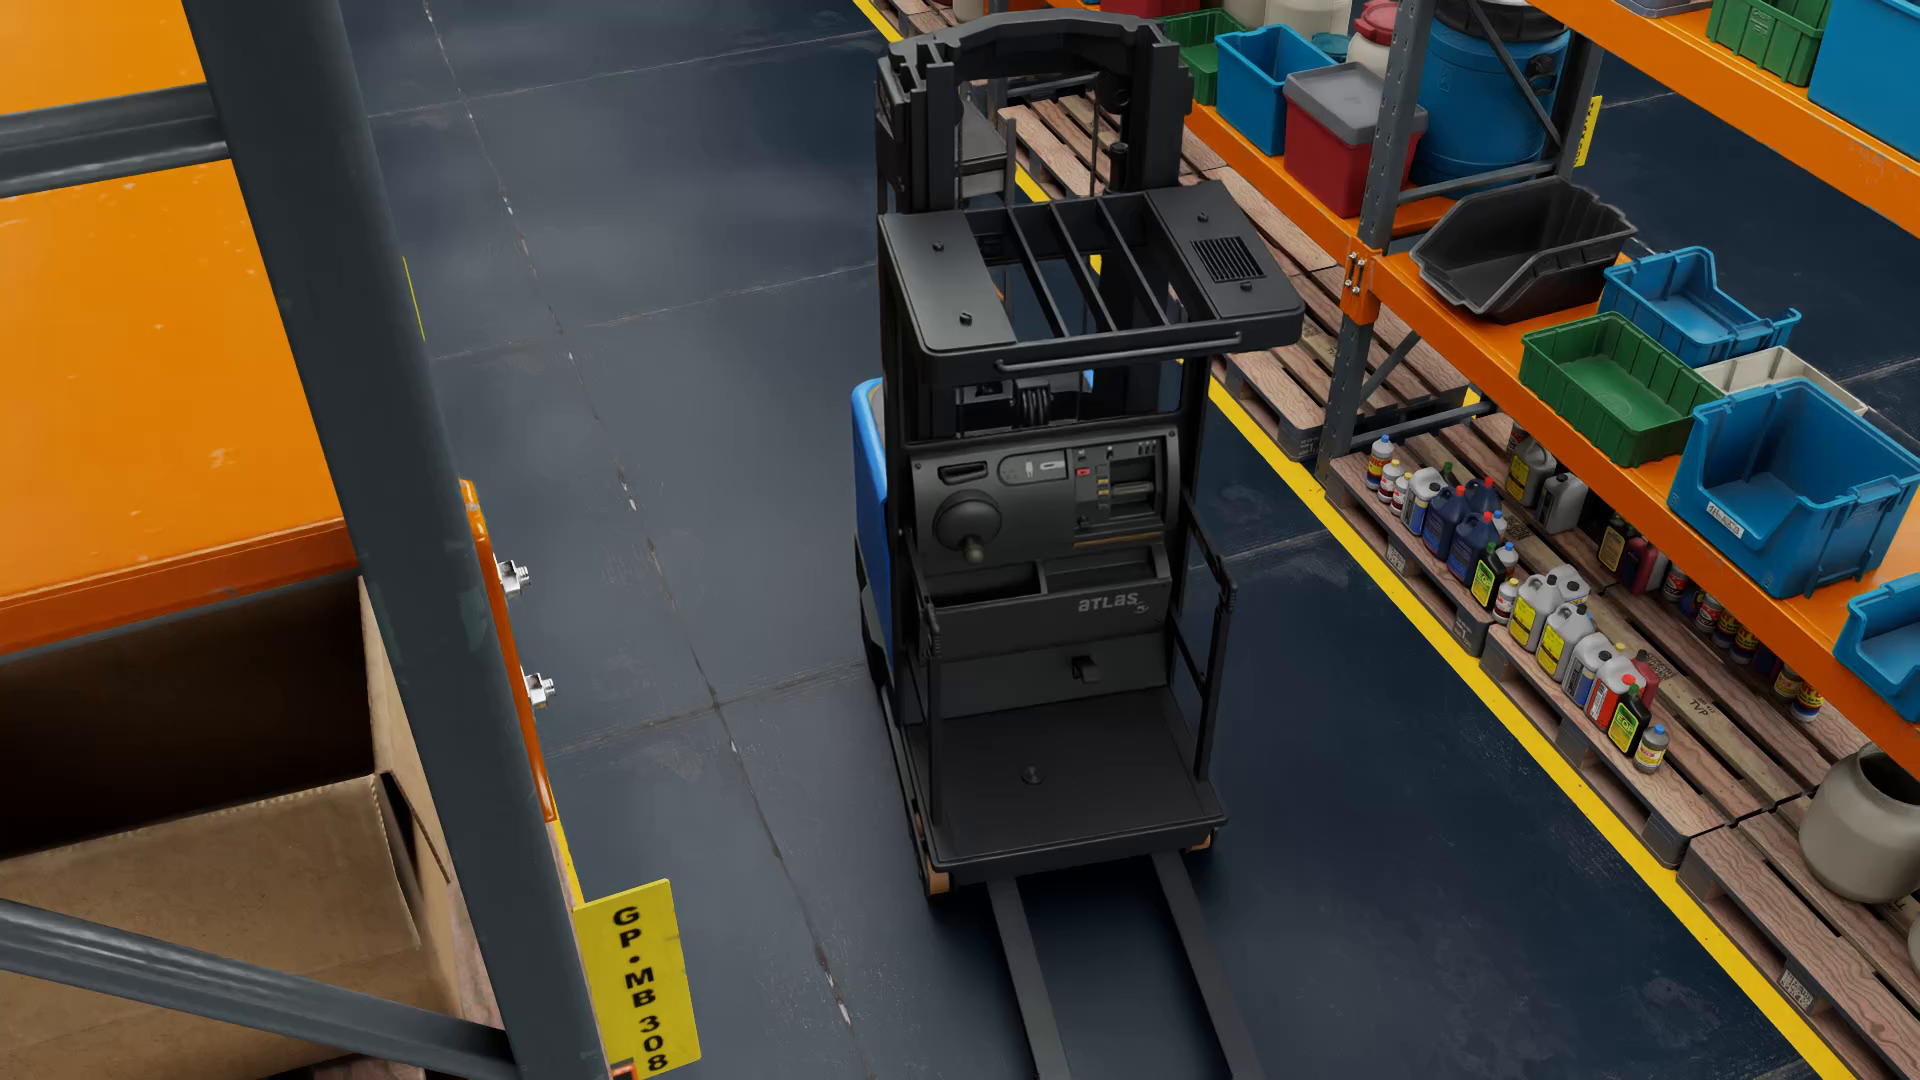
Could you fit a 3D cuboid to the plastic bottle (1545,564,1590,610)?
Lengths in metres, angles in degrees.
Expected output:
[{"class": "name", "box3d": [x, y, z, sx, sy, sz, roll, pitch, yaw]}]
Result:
[{"class": "plastic bottle", "box3d": [2.478, 0.244, 6.836, 0.152, 0.276, 0.135, -15, 43, -17]}]

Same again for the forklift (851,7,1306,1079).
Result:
[{"class": "forklift", "box3d": [0.343, -0.074, 5.506, 1.130, 2.935, 3.031, -8, 41, -9]}]

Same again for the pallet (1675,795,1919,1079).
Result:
[{"class": "pallet", "box3d": [3.343, 1.412, 5.864, 1.003, 0.211, 1.213, -15, 43, -17]}]

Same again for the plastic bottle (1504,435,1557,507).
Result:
[{"class": "plastic bottle", "box3d": [2.570, -0.340, 7.458, 0.144, 0.351, 0.185, -15, 43, -17]}]

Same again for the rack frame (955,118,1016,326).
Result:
[{"class": "rack frame", "box3d": [0.025, -0.757, 6.938, 0.400, 2.100, 0.015, -14, 43, -16]}]

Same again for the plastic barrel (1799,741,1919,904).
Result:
[{"class": "plastic barrel", "box3d": [3.207, 0.985, 5.809, 0.421, 0.512, 0.421, 0, 41, 0]}]

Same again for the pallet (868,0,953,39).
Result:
[{"class": "pallet", "box3d": [-0.143, -4.080, 12.252, 1.003, 0.211, 1.213, -15, 43, -17]}]

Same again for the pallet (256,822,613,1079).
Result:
[{"class": "pallet", "box3d": [-1.103, 0.577, 2.464, 1.003, 0.211, 1.213, -15, 43, -17]}]

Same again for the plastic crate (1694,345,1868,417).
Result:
[{"class": "plastic crate", "box3d": [3.046, -0.515, 6.169, 0.530, 0.136, 0.437, -15, 43, -17]}]

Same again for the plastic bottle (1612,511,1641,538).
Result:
[{"class": "plastic bottle", "box3d": [2.900, -0.066, 7.139, 0.144, 0.351, 0.185, -15, 43, -17]}]

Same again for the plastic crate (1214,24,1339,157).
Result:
[{"class": "plastic crate", "box3d": [1.481, -2.111, 7.835, 0.392, 0.384, 0.575, -15, 43, -17]}]

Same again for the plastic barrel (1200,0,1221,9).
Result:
[{"class": "plastic barrel", "box3d": [1.412, -3.162, 8.959, 0.421, 0.512, 0.421, 0, 41, 0]}]

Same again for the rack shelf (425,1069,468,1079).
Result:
[{"class": "rack shelf", "box3d": [-1.622, 0.044, 3.568, 1.077, 0.370, 4.000, -15, 43, -17]}]

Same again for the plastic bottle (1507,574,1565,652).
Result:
[{"class": "plastic bottle", "box3d": [2.351, 0.267, 6.751, 0.144, 0.351, 0.185, -15, 43, -17]}]

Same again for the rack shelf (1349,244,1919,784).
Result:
[{"class": "rack shelf", "box3d": [2.956, -0.052, 5.980, 1.077, 0.370, 4.000, -15, 43, -17]}]

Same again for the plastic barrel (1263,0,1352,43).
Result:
[{"class": "plastic barrel", "box3d": [1.746, -2.654, 8.350, 0.433, 0.535, 0.433, 0, 41, 0]}]

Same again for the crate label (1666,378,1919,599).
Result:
[{"class": "crate label", "box3d": [2.767, -0.175, 5.544, 0.502, 0.435, 0.616, -15, 43, -17]}]

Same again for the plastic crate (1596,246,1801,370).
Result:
[{"class": "plastic crate", "box3d": [2.865, -0.874, 6.499, 0.499, 0.251, 0.616, -15, 43, -17]}]

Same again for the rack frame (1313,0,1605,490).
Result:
[{"class": "rack frame", "box3d": [2.191, -1.530, 7.147, 1.000, 3.000, 0.127, -15, 43, -17]}]

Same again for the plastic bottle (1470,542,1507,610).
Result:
[{"class": "plastic bottle", "box3d": [2.213, 0.147, 6.943, 0.061, 0.283, 0.133, -13, 42, -15]}]

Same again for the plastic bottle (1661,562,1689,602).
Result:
[{"class": "plastic bottle", "box3d": [3.029, 0.154, 6.998, 0.097, 0.201, 0.097, 0, 41, 0]}]

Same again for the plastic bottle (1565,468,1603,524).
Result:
[{"class": "plastic bottle", "box3d": [2.777, -0.261, 7.365, 0.144, 0.351, 0.185, -17, 44, -19]}]

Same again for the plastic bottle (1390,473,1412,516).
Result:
[{"class": "plastic bottle", "box3d": [1.985, -0.212, 7.423, 0.097, 0.201, 0.097, 0, 41, 0]}]

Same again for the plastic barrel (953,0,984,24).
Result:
[{"class": "plastic barrel", "box3d": [0.159, -3.764, 11.331, 0.421, 0.512, 0.421, 0, 41, 0]}]

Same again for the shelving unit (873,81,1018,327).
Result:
[{"class": "shelving unit", "box3d": [-0.063, -0.905, 7.111, 0.431, 2.100, 0.503, -14, 43, -16]}]

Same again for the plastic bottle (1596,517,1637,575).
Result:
[{"class": "plastic bottle", "box3d": [2.815, 0.001, 7.113, 0.061, 0.283, 0.133, -15, 43, -17]}]

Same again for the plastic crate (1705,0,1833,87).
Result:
[{"class": "plastic crate", "box3d": [2.543, -1.568, 5.054, 0.336, 0.188, 0.450, -15, 43, -17]}]

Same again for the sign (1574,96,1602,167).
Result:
[{"class": "sign", "box3d": [2.703, -1.765, 7.209, 0.100, 0.325, 0.005, -15, 43, -17]}]

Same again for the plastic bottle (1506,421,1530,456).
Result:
[{"class": "plastic bottle", "box3d": [2.617, -0.495, 7.752, 0.097, 0.201, 0.097, 0, 41, 0]}]

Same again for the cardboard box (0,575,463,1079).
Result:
[{"class": "cardboard box", "box3d": [-1.073, 0.377, 2.120, 0.797, 0.503, 0.637, -12, 42, -14]}]

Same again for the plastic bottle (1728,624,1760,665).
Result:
[{"class": "plastic bottle", "box3d": [3.184, 0.371, 6.692, 0.097, 0.271, 0.097, 0, 41, 0]}]

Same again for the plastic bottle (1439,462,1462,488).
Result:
[{"class": "plastic bottle", "box3d": [2.155, -0.204, 7.351, 0.061, 0.283, 0.133, -15, 43, -17]}]

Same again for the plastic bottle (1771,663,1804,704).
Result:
[{"class": "plastic bottle", "box3d": [3.276, 0.542, 6.547, 0.097, 0.201, 0.097, 0, 41, 0]}]

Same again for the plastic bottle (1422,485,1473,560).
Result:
[{"class": "plastic bottle", "box3d": [2.116, -0.102, 7.181, 0.144, 0.351, 0.185, -14, 43, -16]}]

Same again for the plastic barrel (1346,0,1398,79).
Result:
[{"class": "plastic barrel", "box3d": [2.027, -2.212, 7.836, 0.433, 0.535, 0.433, 0, 41, 0]}]

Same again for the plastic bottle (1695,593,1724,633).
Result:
[{"class": "plastic bottle", "box3d": [3.108, 0.278, 6.854, 0.097, 0.201, 0.097, 0, 41, 0]}]

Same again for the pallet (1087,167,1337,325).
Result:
[{"class": "pallet", "box3d": [1.384, -1.672, 9.451, 1.003, 0.211, 1.213, -15, 43, -17]}]

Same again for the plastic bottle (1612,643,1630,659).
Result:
[{"class": "plastic bottle", "box3d": [2.597, 0.492, 6.604, 0.097, 0.201, 0.097, 0, 41, 0]}]

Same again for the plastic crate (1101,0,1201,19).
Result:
[{"class": "plastic crate", "box3d": [0.996, -2.914, 8.707, 0.402, 0.464, 0.583, -15, 43, -17]}]

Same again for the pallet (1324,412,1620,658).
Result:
[{"class": "pallet", "box3d": [2.409, -0.057, 7.574, 1.003, 0.211, 1.213, -15, 43, -17]}]

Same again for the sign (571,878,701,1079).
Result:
[{"class": "sign", "box3d": [-0.342, 0.480, 1.778, 0.100, 0.325, 0.005, -15, 43, -17]}]

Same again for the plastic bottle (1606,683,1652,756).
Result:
[{"class": "plastic bottle", "box3d": [2.552, 0.680, 6.323, 0.061, 0.283, 0.133, -14, 43, -16]}]

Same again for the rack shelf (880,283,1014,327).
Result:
[{"class": "rack shelf", "box3d": [-0.063, -0.895, 7.120, 0.431, 0.518, 0.480, -14, 43, -16]}]

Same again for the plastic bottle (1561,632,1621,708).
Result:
[{"class": "plastic bottle", "box3d": [2.489, 0.507, 6.531, 0.152, 0.276, 0.135, -16, 43, -18]}]

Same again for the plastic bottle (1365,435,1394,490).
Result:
[{"class": "plastic bottle", "box3d": [1.908, -0.361, 7.543, 0.097, 0.271, 0.097, 0, 41, 0]}]

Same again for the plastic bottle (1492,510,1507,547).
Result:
[{"class": "plastic bottle", "box3d": [2.283, -0.015, 7.141, 0.097, 0.271, 0.097, 0, 41, 0]}]
